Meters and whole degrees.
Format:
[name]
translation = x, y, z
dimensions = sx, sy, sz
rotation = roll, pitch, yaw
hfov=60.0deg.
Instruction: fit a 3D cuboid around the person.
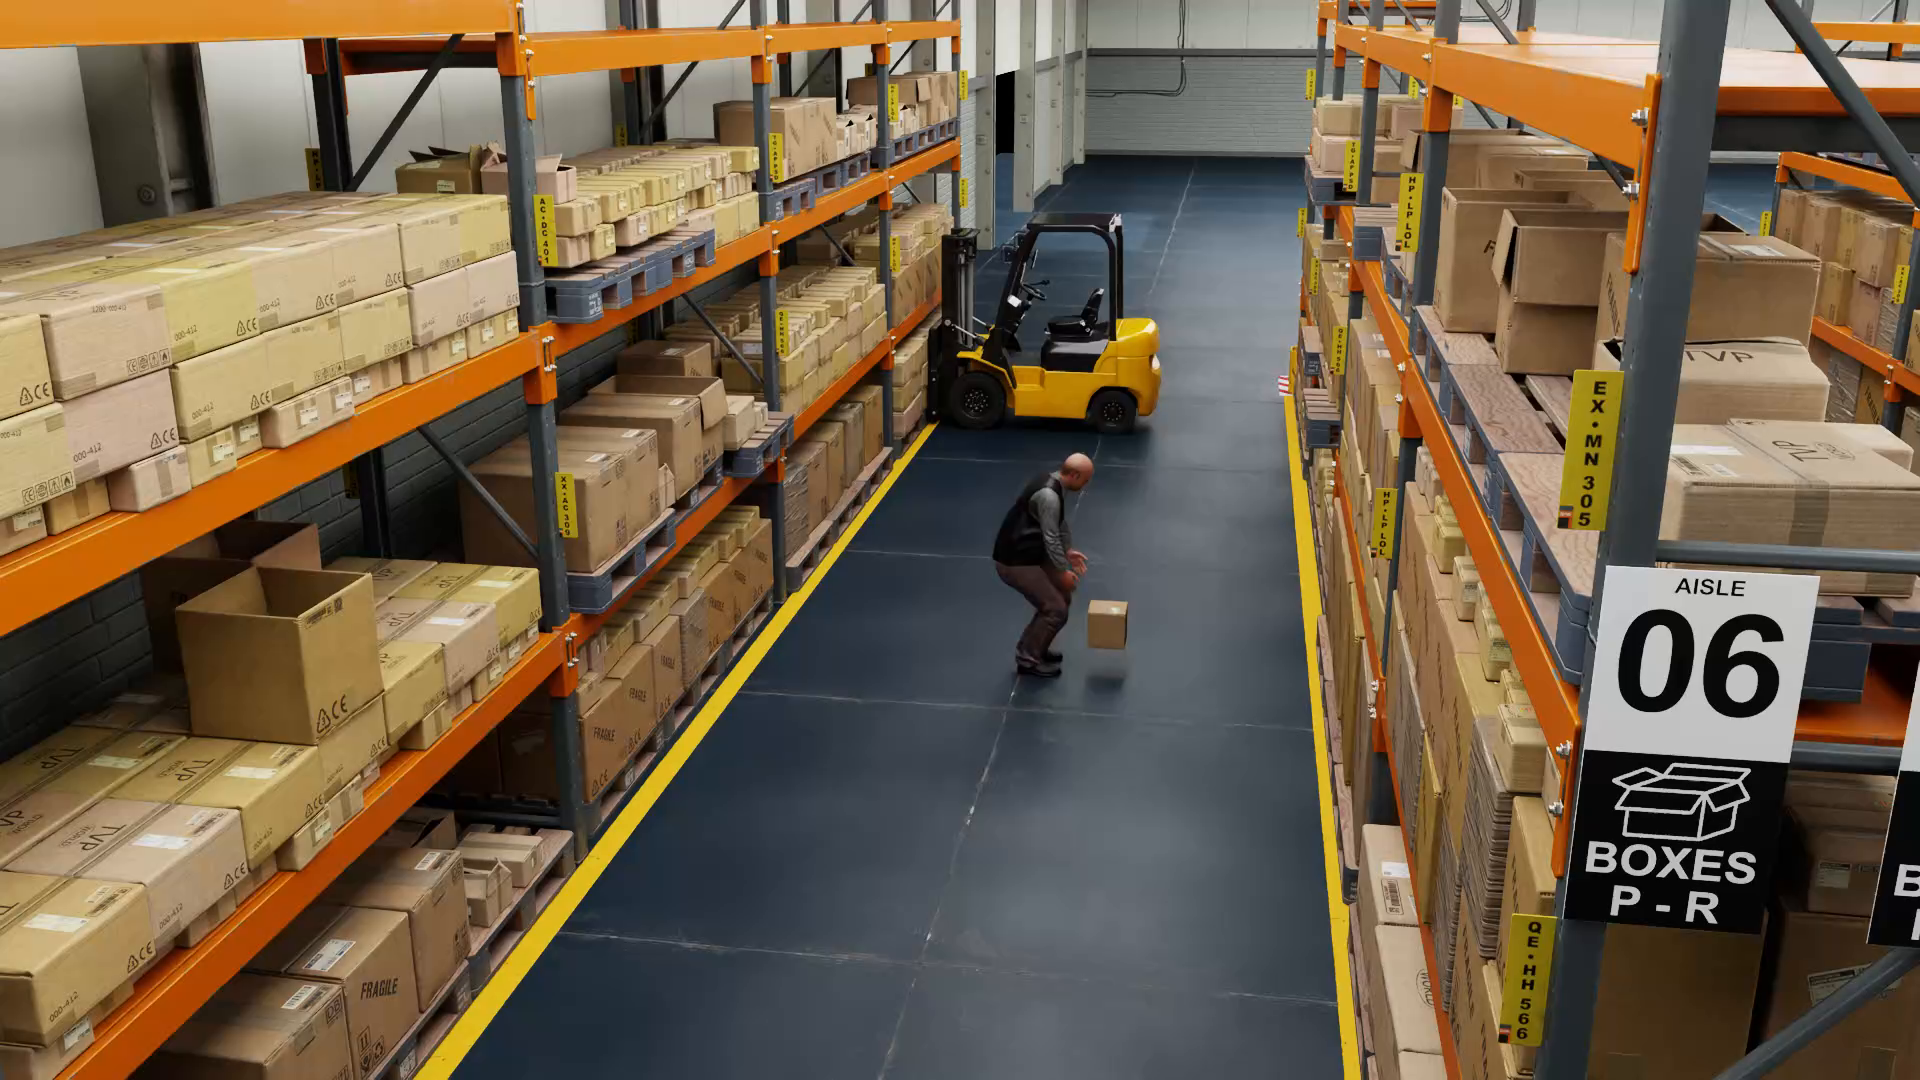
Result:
[person]
translation = 0.560, 0.138, 11.059
dimensions = 0.624, 1.488, 0.589
rotation = 3, 18, 9
